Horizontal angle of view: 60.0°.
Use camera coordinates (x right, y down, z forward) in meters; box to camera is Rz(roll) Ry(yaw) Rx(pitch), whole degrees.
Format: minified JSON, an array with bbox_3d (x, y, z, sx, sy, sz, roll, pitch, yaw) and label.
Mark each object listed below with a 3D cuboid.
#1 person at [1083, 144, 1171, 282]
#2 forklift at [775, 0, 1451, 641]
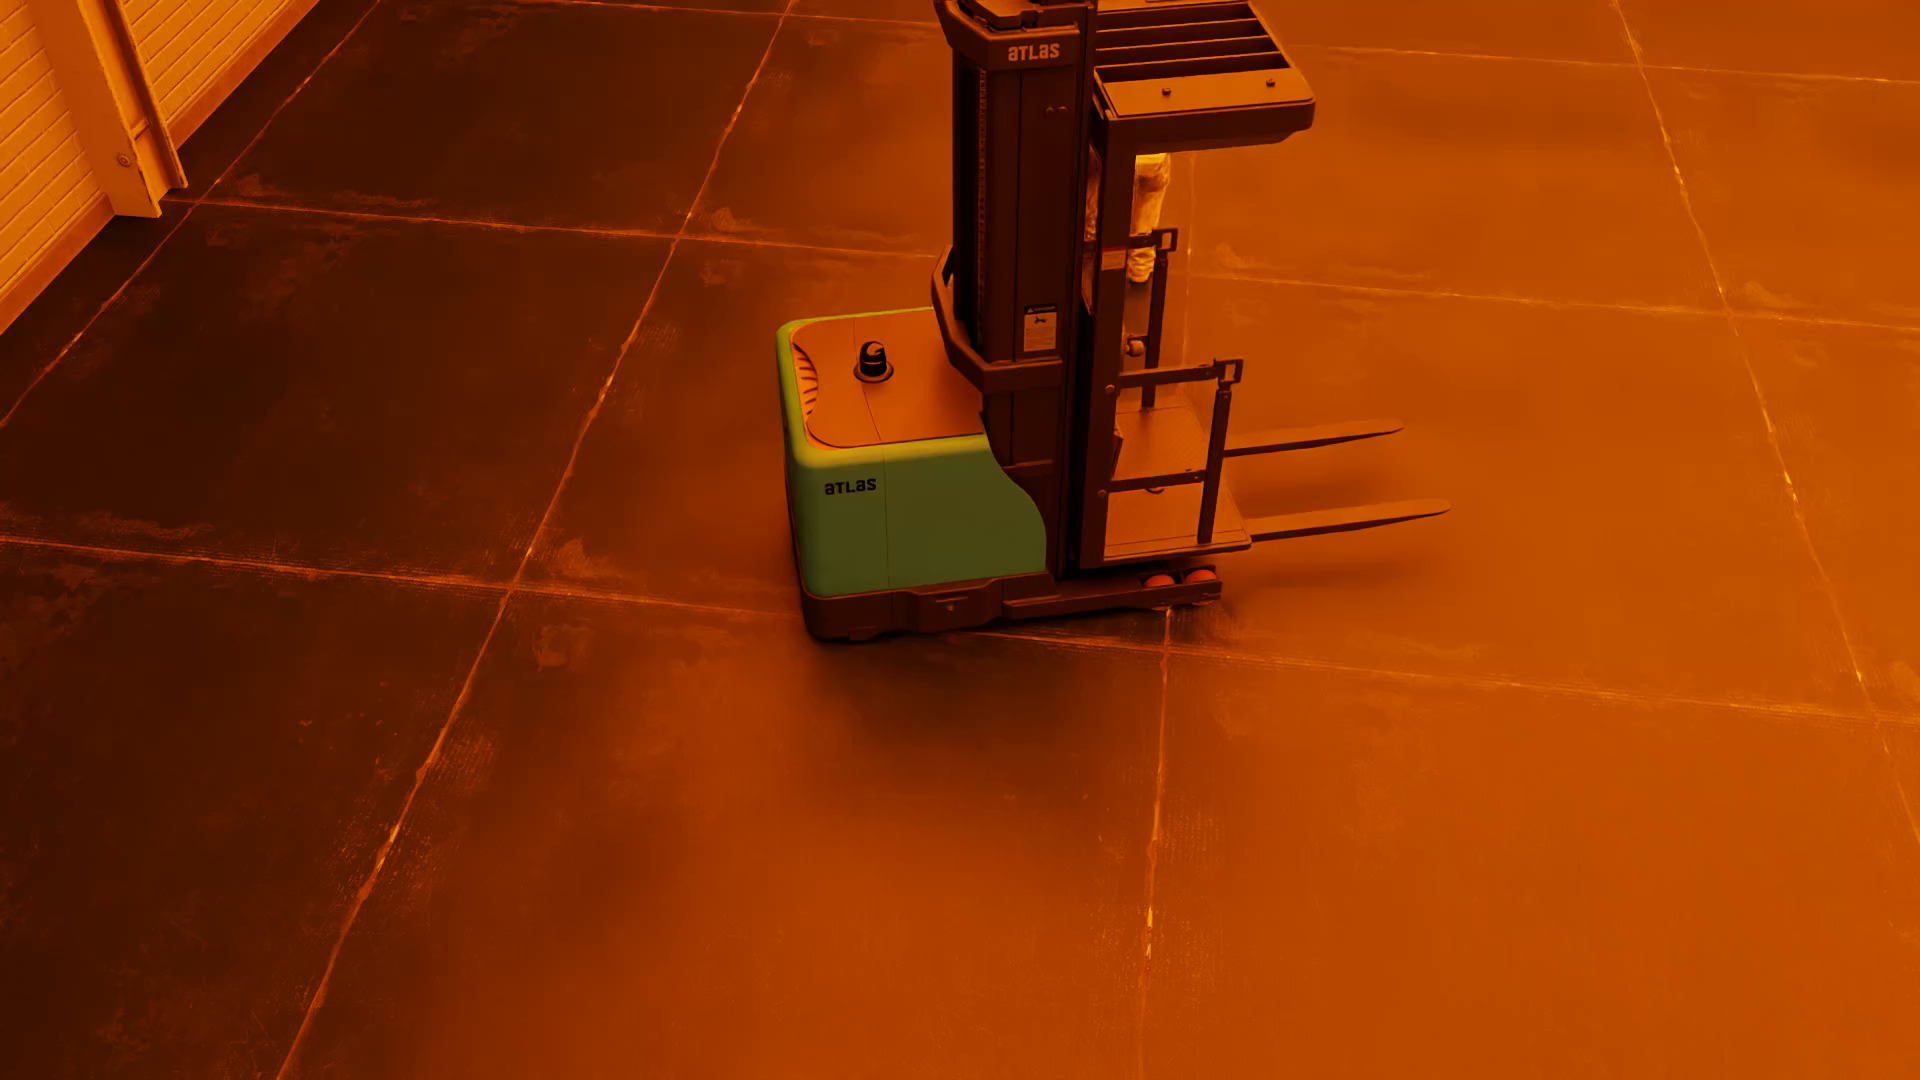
[{"bbox_3d":[0.932,-2.177,9.020,0.740,1.725,0.758,-2,43,-2],"label":"person"},{"bbox_3d":[0.734,-1.108,6.931,3.031,2.935,1.130,-7,43,-7],"label":"forklift"}]
